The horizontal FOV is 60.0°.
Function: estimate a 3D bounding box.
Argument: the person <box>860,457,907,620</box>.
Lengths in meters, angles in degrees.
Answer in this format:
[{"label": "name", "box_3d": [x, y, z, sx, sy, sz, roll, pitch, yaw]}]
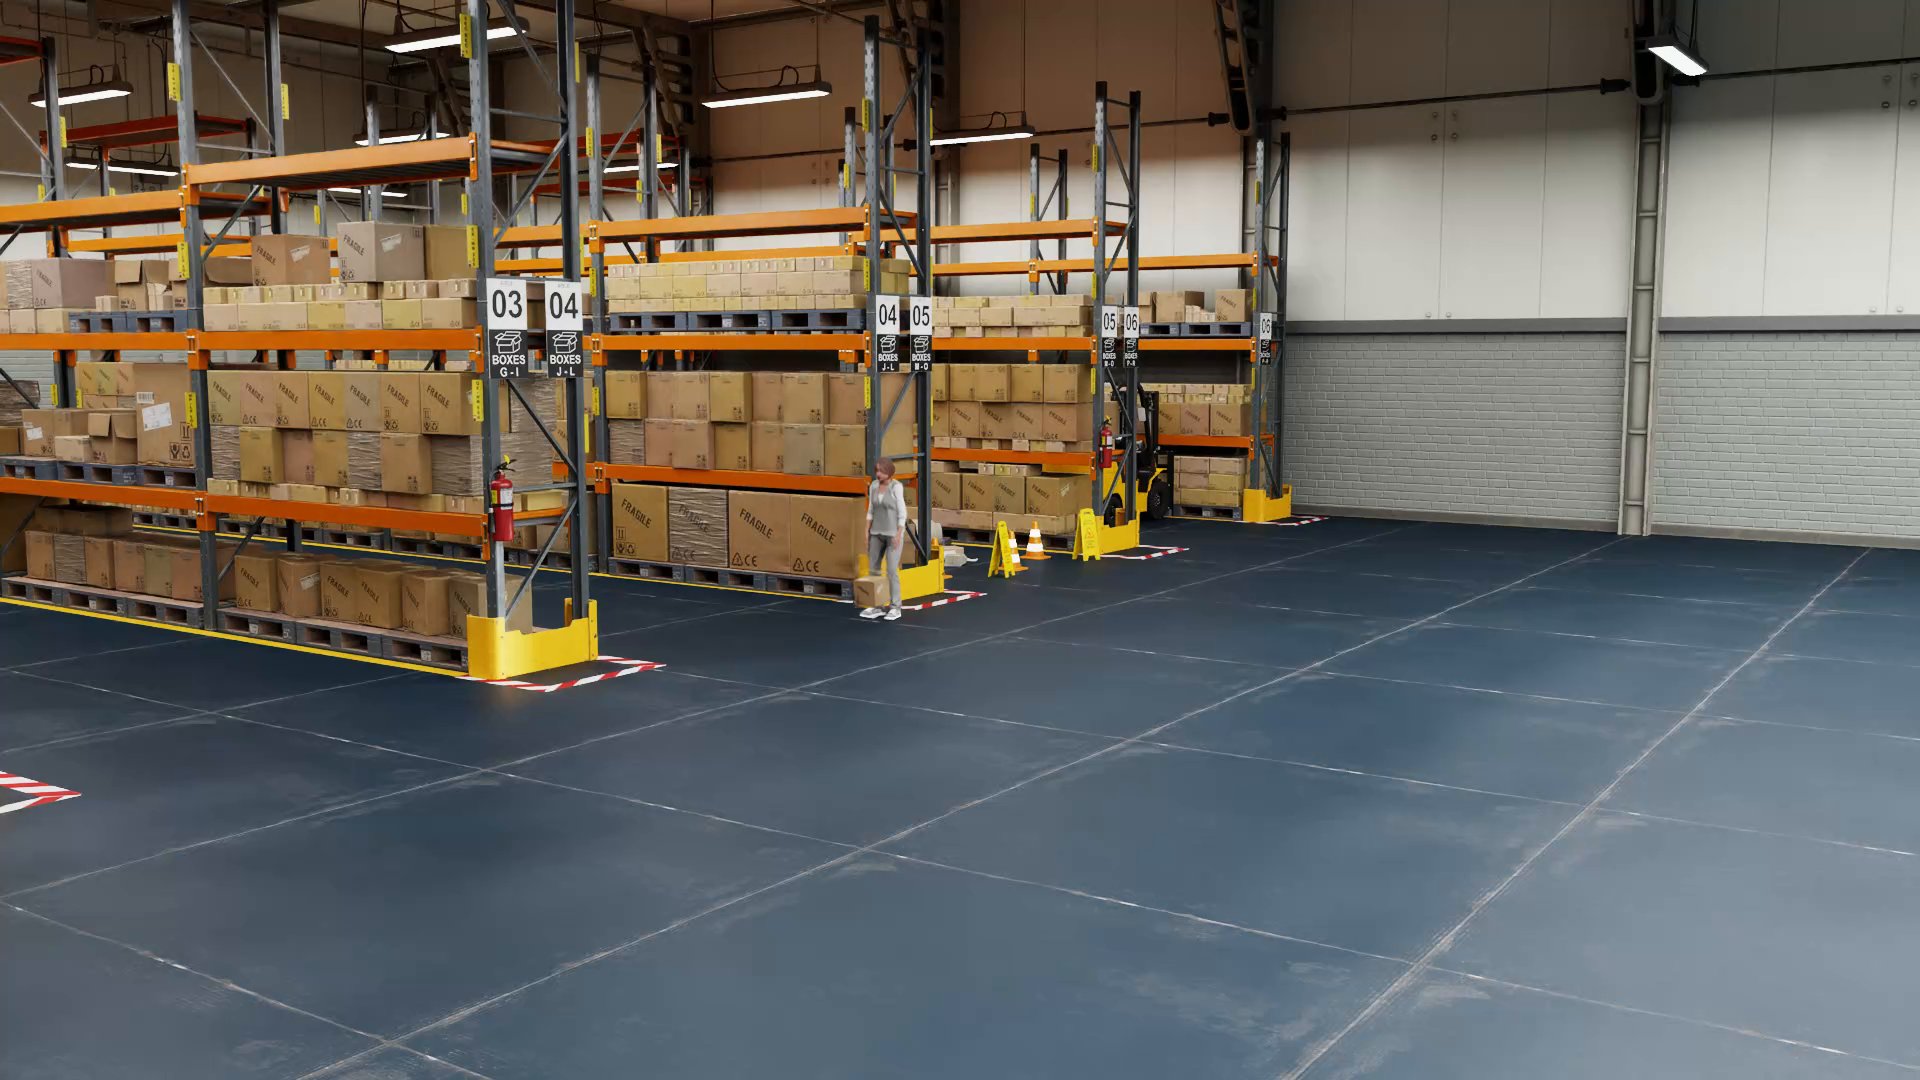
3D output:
[{"label": "person", "box_3d": [-0.731, -0.022, 16.380, 0.456, 1.596, 0.342, 4, 8, 32]}]
